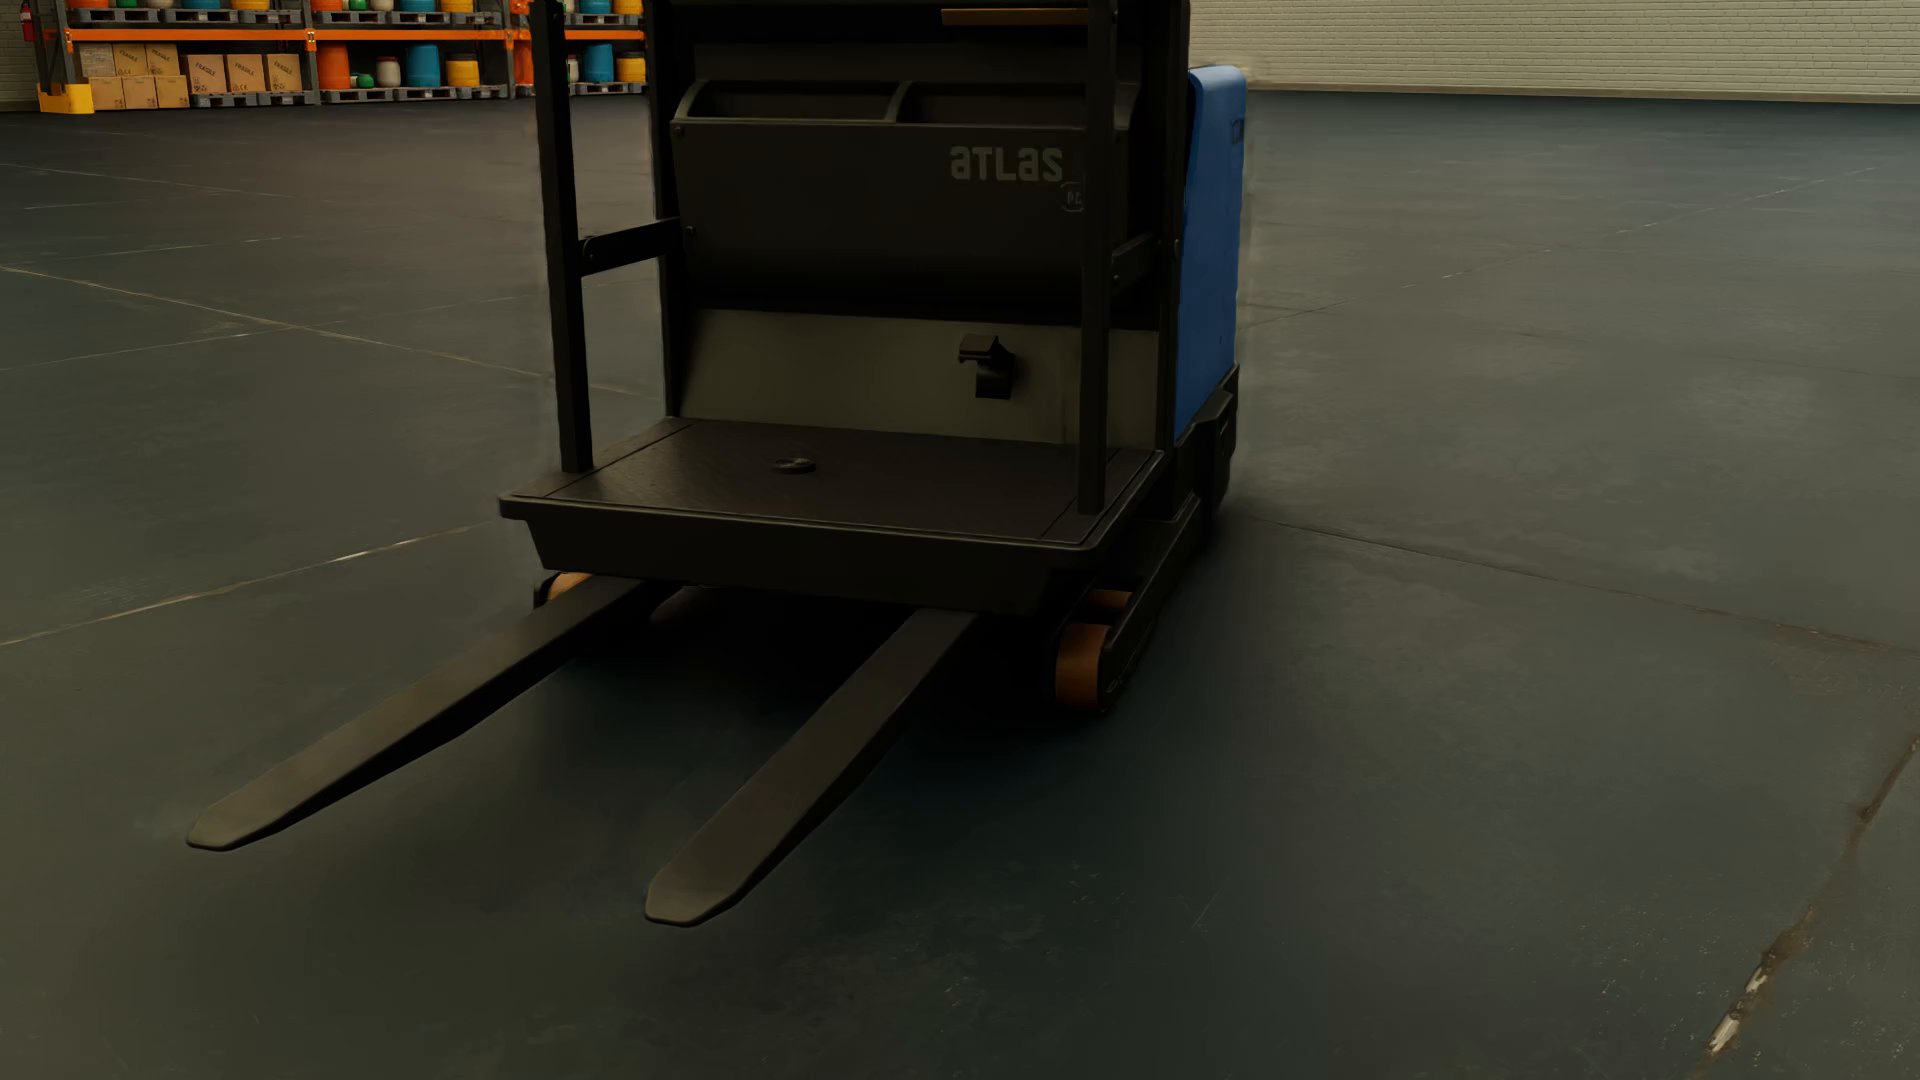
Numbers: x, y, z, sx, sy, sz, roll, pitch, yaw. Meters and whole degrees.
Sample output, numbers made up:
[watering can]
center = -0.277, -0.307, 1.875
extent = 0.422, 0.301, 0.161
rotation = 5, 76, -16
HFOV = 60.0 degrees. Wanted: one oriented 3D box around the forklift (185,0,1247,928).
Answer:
[forklift]
center = -0.173, -1.222, 2.921
extent = 1.130, 2.935, 3.031
rotation = 5, 18, 16
